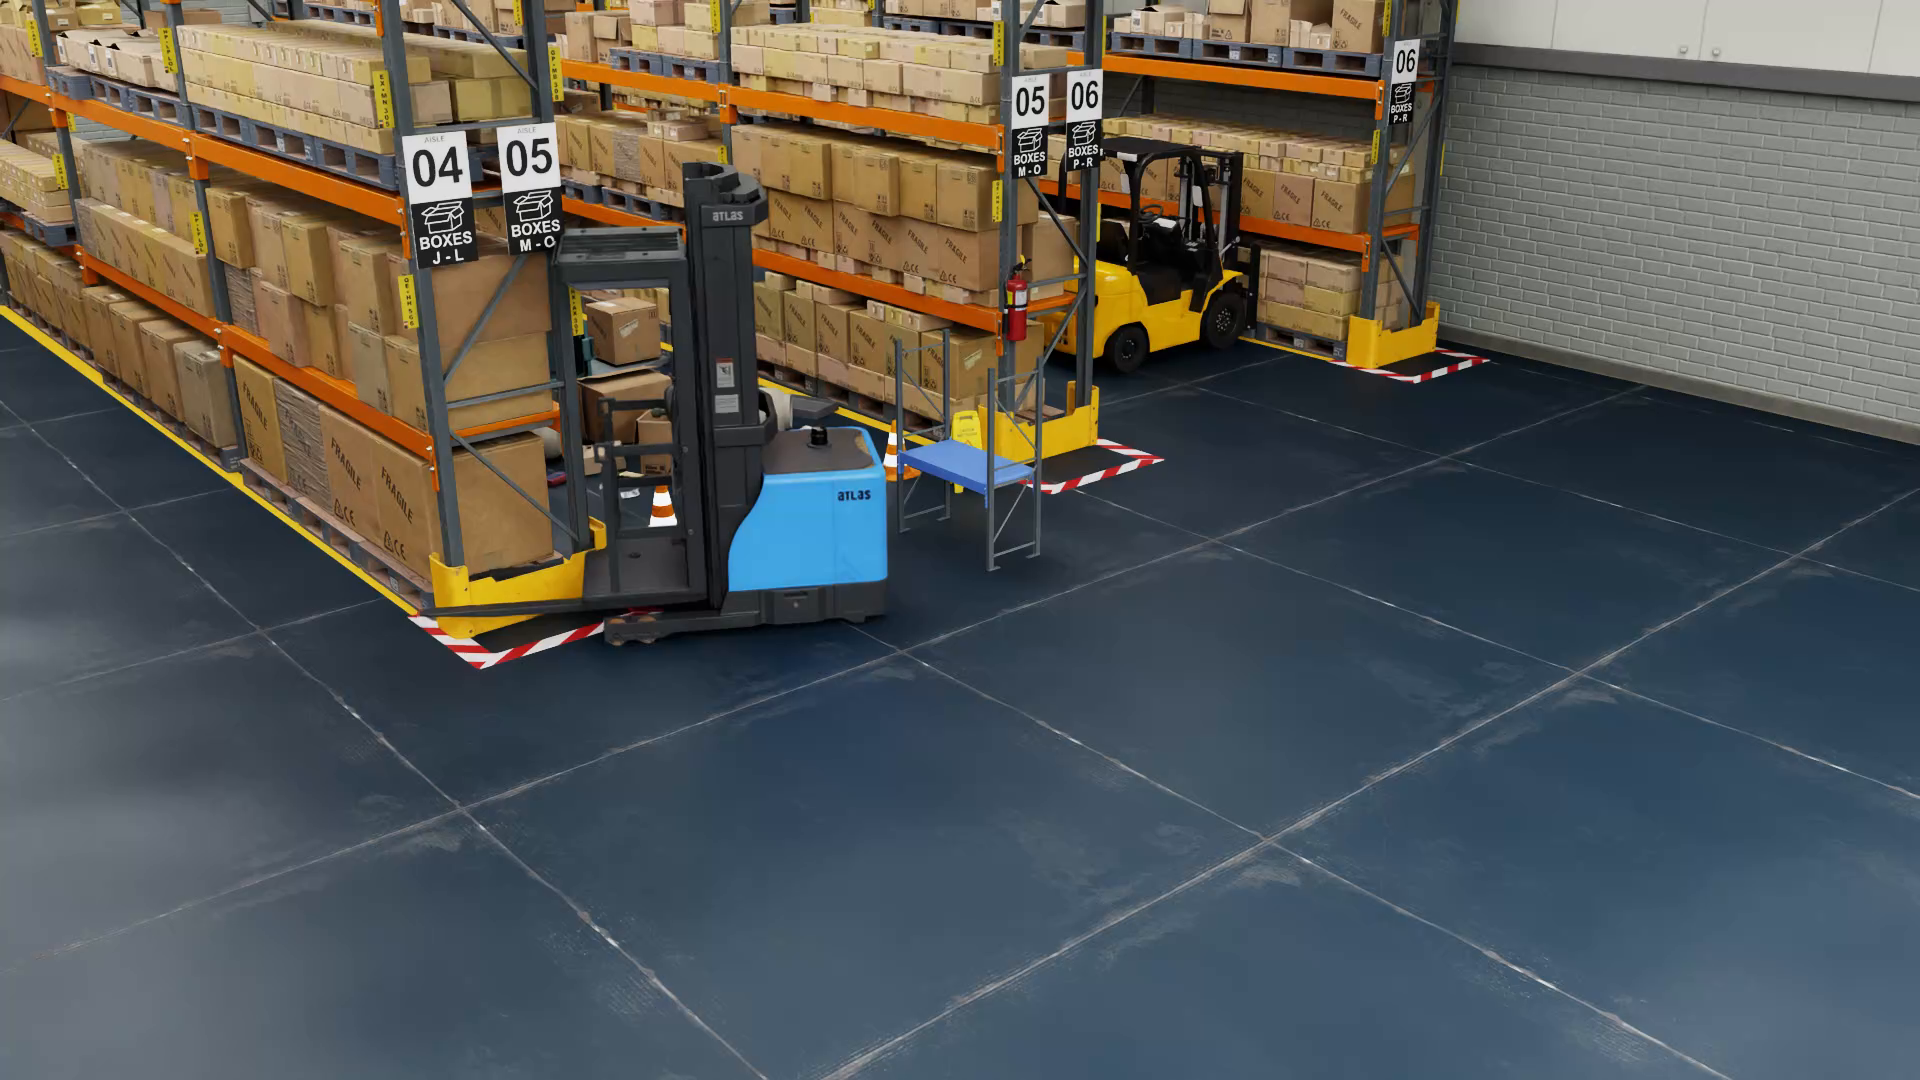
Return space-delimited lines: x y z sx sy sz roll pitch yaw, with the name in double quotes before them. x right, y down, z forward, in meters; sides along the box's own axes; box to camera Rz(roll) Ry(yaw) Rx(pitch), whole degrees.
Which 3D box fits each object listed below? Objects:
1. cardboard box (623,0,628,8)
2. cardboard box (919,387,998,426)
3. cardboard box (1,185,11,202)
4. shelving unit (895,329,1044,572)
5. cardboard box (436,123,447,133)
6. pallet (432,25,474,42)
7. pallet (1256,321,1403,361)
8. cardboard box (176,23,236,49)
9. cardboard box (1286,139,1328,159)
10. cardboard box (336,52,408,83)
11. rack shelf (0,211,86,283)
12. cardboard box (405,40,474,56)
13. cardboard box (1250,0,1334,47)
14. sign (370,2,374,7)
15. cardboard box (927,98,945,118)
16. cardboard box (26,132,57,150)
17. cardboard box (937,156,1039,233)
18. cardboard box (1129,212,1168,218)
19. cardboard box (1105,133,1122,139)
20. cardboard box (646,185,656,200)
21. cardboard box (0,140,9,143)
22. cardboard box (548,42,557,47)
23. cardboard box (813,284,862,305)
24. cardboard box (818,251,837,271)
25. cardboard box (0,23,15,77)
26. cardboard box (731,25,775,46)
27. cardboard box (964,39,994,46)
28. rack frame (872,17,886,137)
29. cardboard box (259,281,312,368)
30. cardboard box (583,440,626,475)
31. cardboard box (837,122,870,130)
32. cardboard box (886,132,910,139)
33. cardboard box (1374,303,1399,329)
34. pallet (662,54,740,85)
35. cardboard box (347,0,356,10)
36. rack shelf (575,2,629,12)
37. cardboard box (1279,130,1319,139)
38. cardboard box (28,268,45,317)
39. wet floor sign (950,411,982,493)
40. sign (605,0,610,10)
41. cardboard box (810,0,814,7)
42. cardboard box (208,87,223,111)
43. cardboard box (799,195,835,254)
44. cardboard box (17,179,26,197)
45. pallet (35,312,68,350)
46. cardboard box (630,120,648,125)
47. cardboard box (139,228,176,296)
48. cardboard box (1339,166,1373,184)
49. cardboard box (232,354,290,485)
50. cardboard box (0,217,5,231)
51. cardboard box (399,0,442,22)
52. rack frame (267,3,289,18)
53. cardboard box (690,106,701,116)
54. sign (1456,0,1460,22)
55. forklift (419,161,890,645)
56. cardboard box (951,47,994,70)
"cardboard box" -5.107 -8.520 26.355 0.380 0.149 0.250 -18 28 -38
"cardboard box" -0.015 -1.220 14.681 0.500 0.250 0.500 -18 27 -38
"cardboard box" -9.858 -3.679 17.532 0.380 0.149 0.250 -19 28 -40
"shelving unit" 0.056 -0.675 12.150 0.538 1.500 1.048 -17 27 -37
"cardboard box" -3.263 -2.765 10.950 0.380 0.149 0.250 -17 27 -37
"pallet" -5.683 -6.132 20.172 1.003 0.211 1.213 -16 26 -35
"pallet" 3.959 -2.225 17.874 1.003 0.211 1.213 -17 27 -37
"cardboard box" -5.583 -3.750 12.369 0.380 0.149 0.250 -17 27 -37
"cardboard box" 3.614 -4.071 17.330 0.380 0.149 0.250 -17 27 -37
"cardboard box" -3.591 -2.907 10.219 0.380 0.149 0.250 -17 27 -37
"rack shelf" -9.480 -3.361 17.938 1.077 0.370 4.000 -17 27 -37
"cardboard box" -3.423 -3.204 10.976 0.380 0.149 0.250 -17 27 -37
"cardboard box" 3.424 -5.378 17.139 0.700 0.500 0.500 -17 27 -37
"sign" -7.520 -6.996 21.303 0.100 0.325 0.005 -17 27 -37
"cardboard box" -0.048 -3.593 13.777 0.380 0.149 0.250 -16 27 -36
"cardboard box" -10.375 -4.539 18.914 0.380 0.149 0.250 -16 26 -35
"cardboard box" 0.233 -2.879 13.805 0.700 0.500 0.500 -18 28 -39
"cardboard box" 2.347 -3.718 19.686 0.500 0.250 0.500 -17 27 -36
"cardboard box" 1.888 -4.625 19.152 0.380 0.149 0.250 -18 28 -38
"cardboard box" -3.079 -3.685 17.547 0.380 0.149 0.250 -17 27 -37
"cardboard box" -10.690 -4.310 18.328 0.380 0.149 0.250 -17 27 -36
"cardboard box" -4.413 -5.502 18.649 0.380 0.149 0.250 -17 27 -37
"cardboard box" -1.147 -2.319 15.569 0.380 0.149 0.250 -16 26 -34
"cardboard box" -1.088 -2.608 15.375 0.380 0.149 0.250 -17 27 -37
"cardboard box" -9.399 -4.958 16.779 0.500 0.500 0.500 -17 27 -37
"cardboard box" -1.921 -4.730 15.587 0.380 0.149 0.250 -18 28 -38
"cardboard box" 0.254 -4.174 14.165 0.380 0.149 0.250 -18 27 -38
"rack frame" -0.732 -5.532 22.495 1.000 3.000 0.127 -17 27 -37
"cardboard box" -4.674 -1.685 12.467 0.875 0.550 0.550 -17 27 -37
"cardboard box" -3.046 -0.728 13.980 0.396 0.266 0.258 -12 25 -28
"cardboard box" -1.452 -5.701 22.695 0.380 0.149 0.250 -17 27 -36
"cardboard box" -0.628 -5.281 22.061 0.500 0.250 0.500 -17 27 -37
"cardboard box" 4.317 -2.419 17.742 0.500 0.250 0.500 -17 27 -37
"pallet" -2.201 -4.749 16.641 1.213 0.211 1.003 -17 27 -37
"cardboard box" -7.933 -7.150 22.144 0.380 0.149 0.250 -17 27 -36
"rack shelf" -4.649 -8.251 26.312 1.077 0.370 4.000 -17 27 -37
"cardboard box" 3.666 -4.337 18.010 0.380 0.149 0.250 -18 28 -39
"cardboard box" -9.805 -2.725 18.181 0.500 0.500 0.500 -17 27 -37
"wet floor sign" 0.045 -0.736 13.477 0.267 0.644 0.232 -8 23 -19
"sign" -4.078 -6.115 19.163 0.100 0.325 0.005 -17 27 -37
"cardboard box" -1.966 -7.447 22.930 0.380 0.149 0.250 -16 27 -36
"cardboard box" -5.251 -3.238 12.156 0.380 0.149 0.250 -18 27 -38
"cardboard box" -1.140 -2.966 15.400 0.500 0.500 0.500 -18 28 -38
"cardboard box" -9.354 -3.603 16.931 0.380 0.149 0.250 -17 27 -37
"pallet" -9.475 -2.398 18.317 1.003 0.211 1.213 -17 27 -37
"cardboard box" -3.307 -4.391 18.462 0.500 0.500 0.500 -20 29 -41
"cardboard box" -6.766 -2.444 14.474 0.500 0.500 0.500 -17 27 -37
"cardboard box" 4.051 -3.699 16.790 0.380 0.149 0.250 -17 27 -37
"cardboard box" -5.206 -1.054 13.399 0.875 0.875 0.875 -17 27 -37
"cardboard box" -12.046 -4.041 21.207 0.380 0.149 0.250 -19 28 -39
"cardboard box" -6.745 -6.781 20.857 0.500 0.500 0.500 -18 28 -38
"rack frame" -9.712 -6.560 25.119 1.000 3.000 0.127 -17 27 -37
"cardboard box" -3.929 -6.615 25.604 0.380 0.149 0.250 -17 27 -36
"sign" 4.914 -5.293 16.464 0.100 0.325 0.005 -17 27 -37
"forklift" -2.033 -0.895 10.750 3.031 2.935 1.130 -4 22 -10
"cardboard box" 0.148 -3.894 13.450 0.380 0.149 0.250 -17 27 -37
